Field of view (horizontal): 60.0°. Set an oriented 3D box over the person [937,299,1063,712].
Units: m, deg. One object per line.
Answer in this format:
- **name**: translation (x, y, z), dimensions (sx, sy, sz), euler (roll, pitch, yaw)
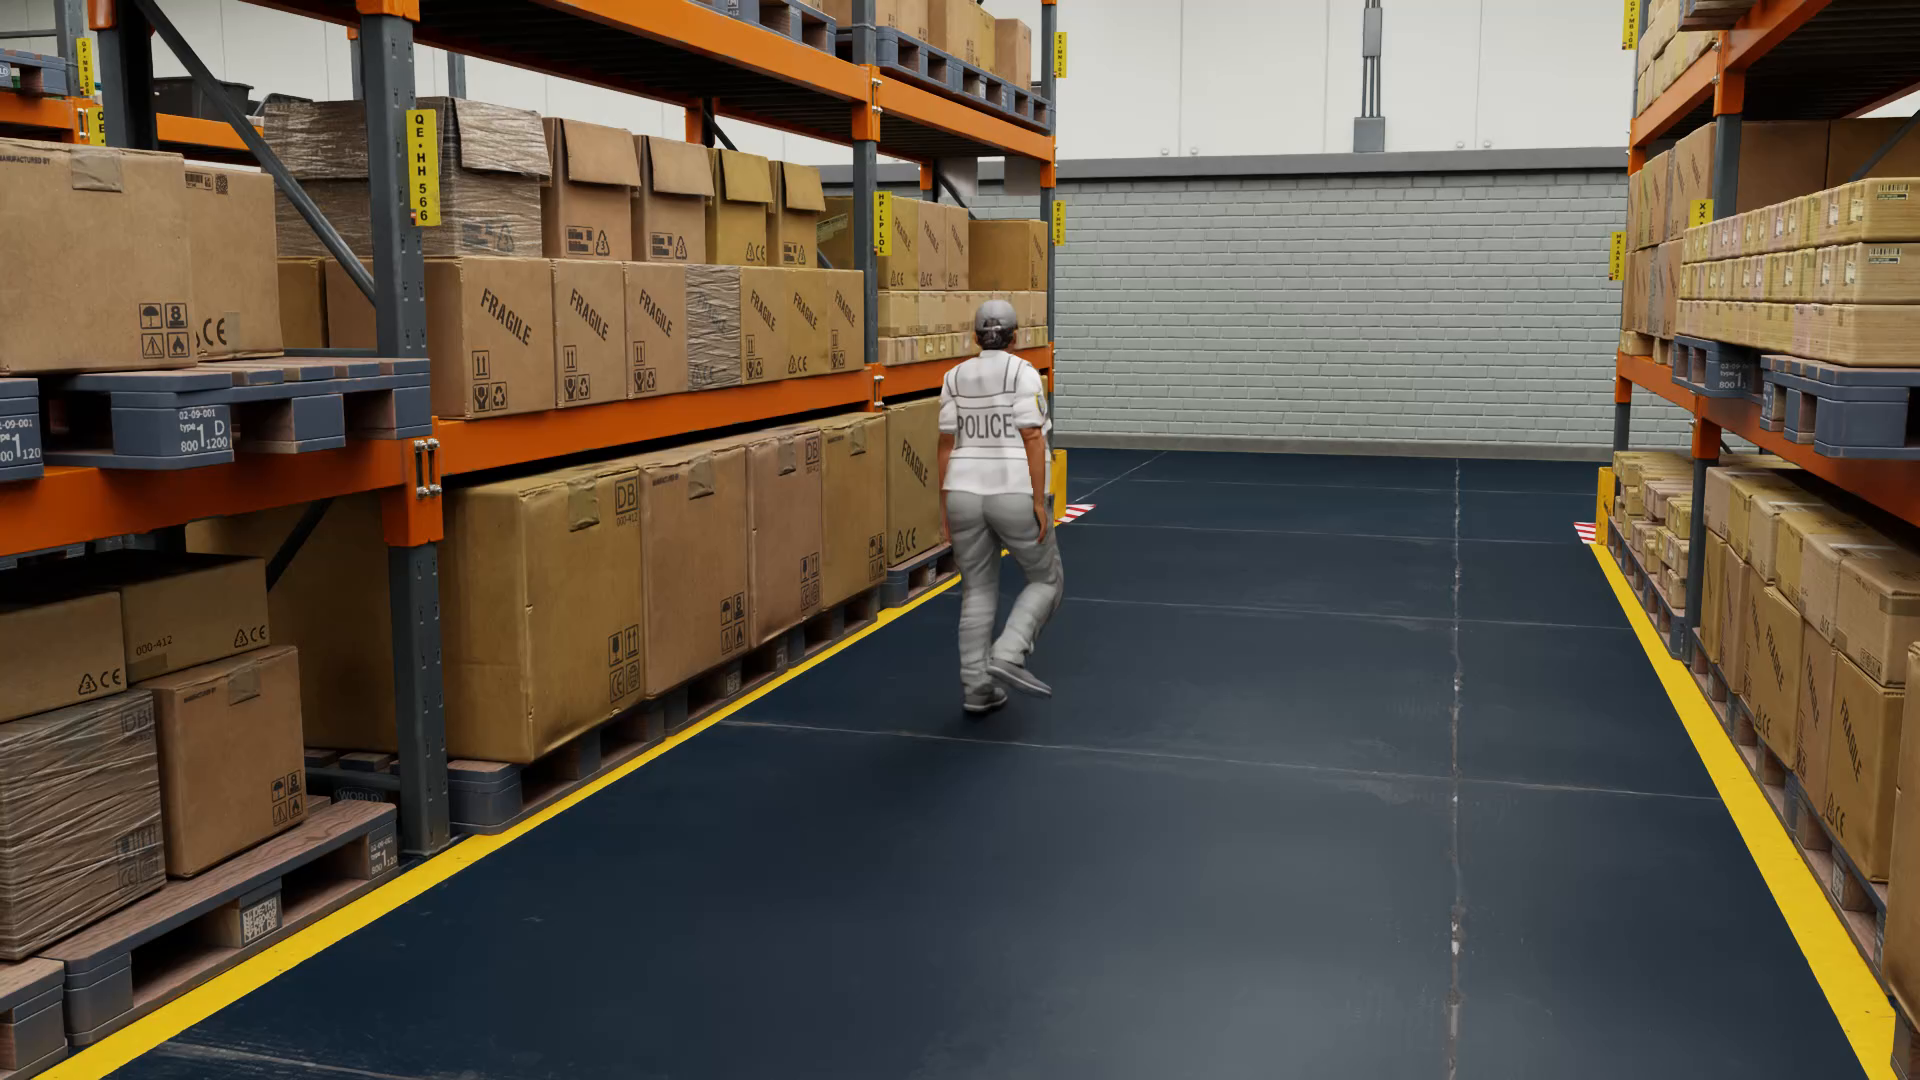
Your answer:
- **person**: translation (0.154, -0.136, 6.700), dimensions (0.550, 1.654, 0.534), euler (4, 9, 26)
